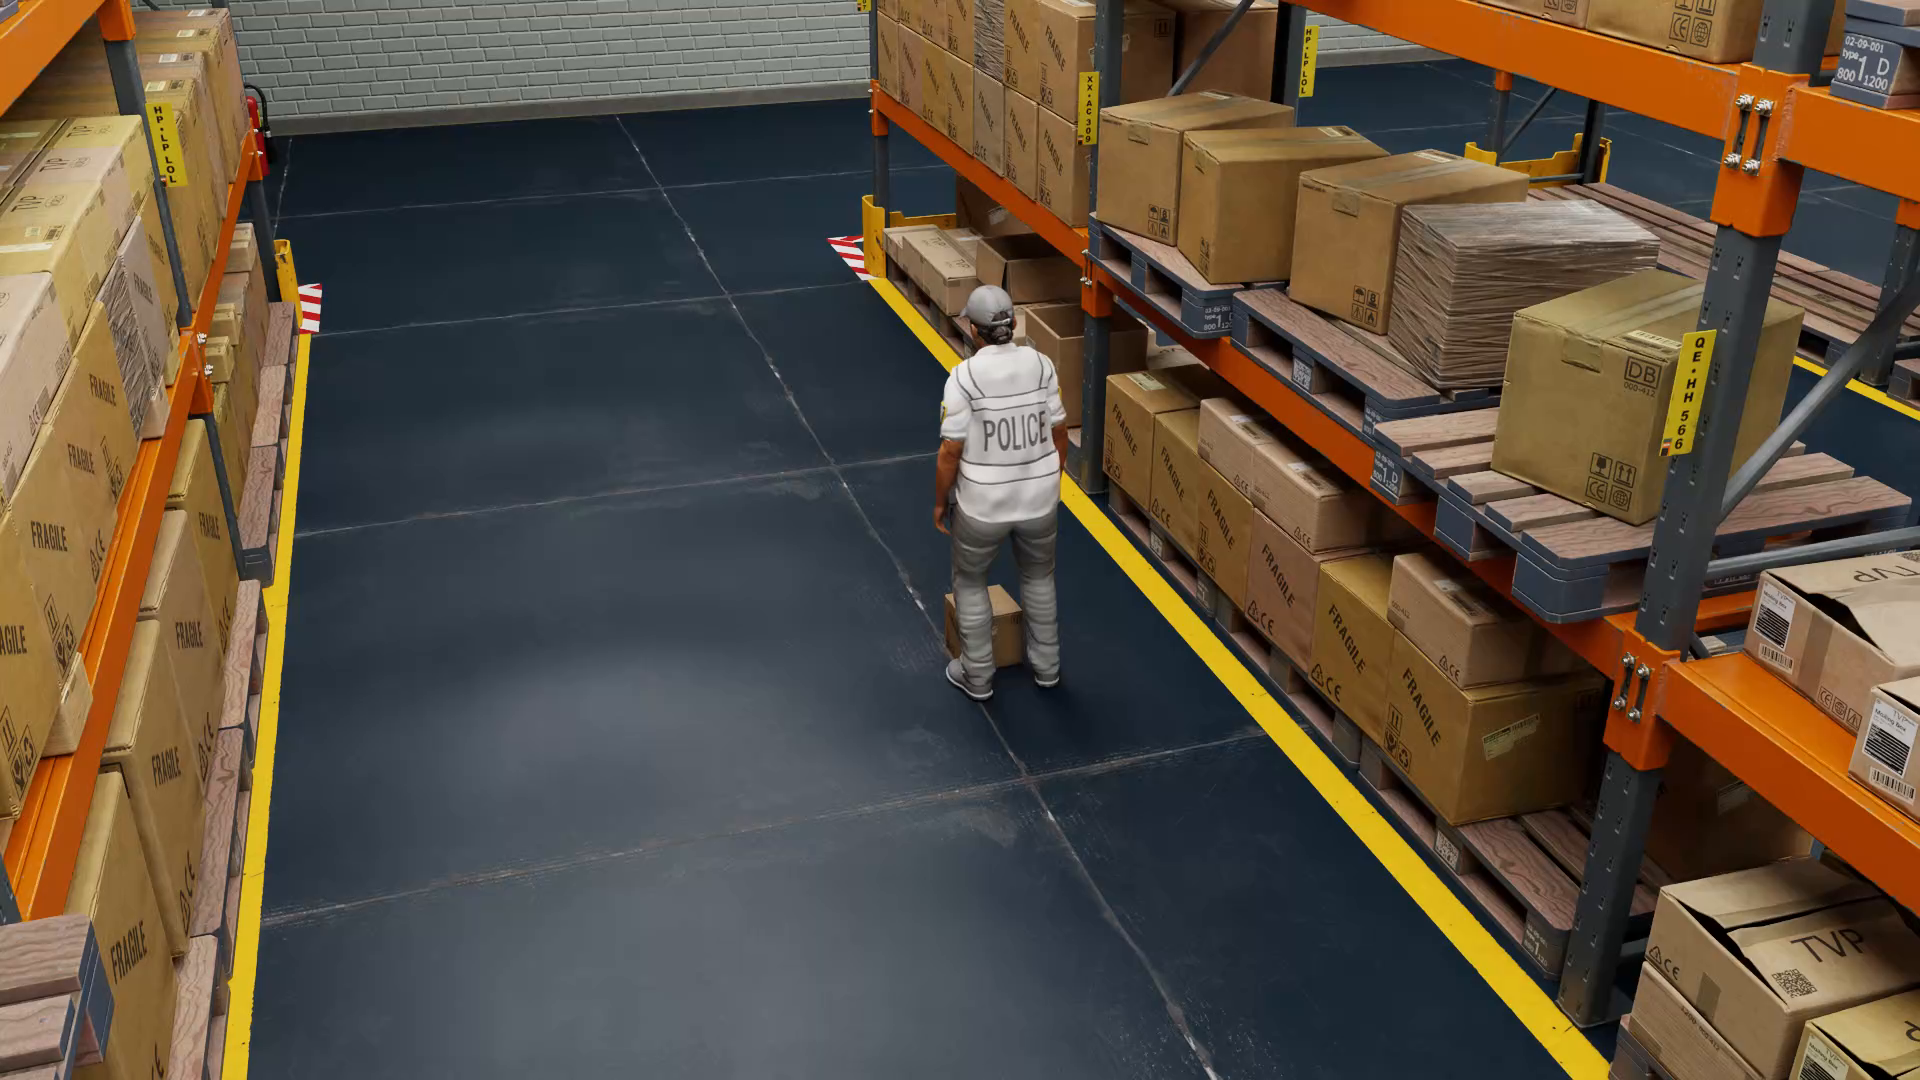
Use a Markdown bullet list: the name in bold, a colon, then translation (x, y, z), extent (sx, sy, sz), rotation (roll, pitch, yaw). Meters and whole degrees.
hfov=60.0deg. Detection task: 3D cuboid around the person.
- **person**: translation (0.164, -0.169, 6.445), extent (0.563, 1.667, 0.463), rotation (-9, 28, -18)
